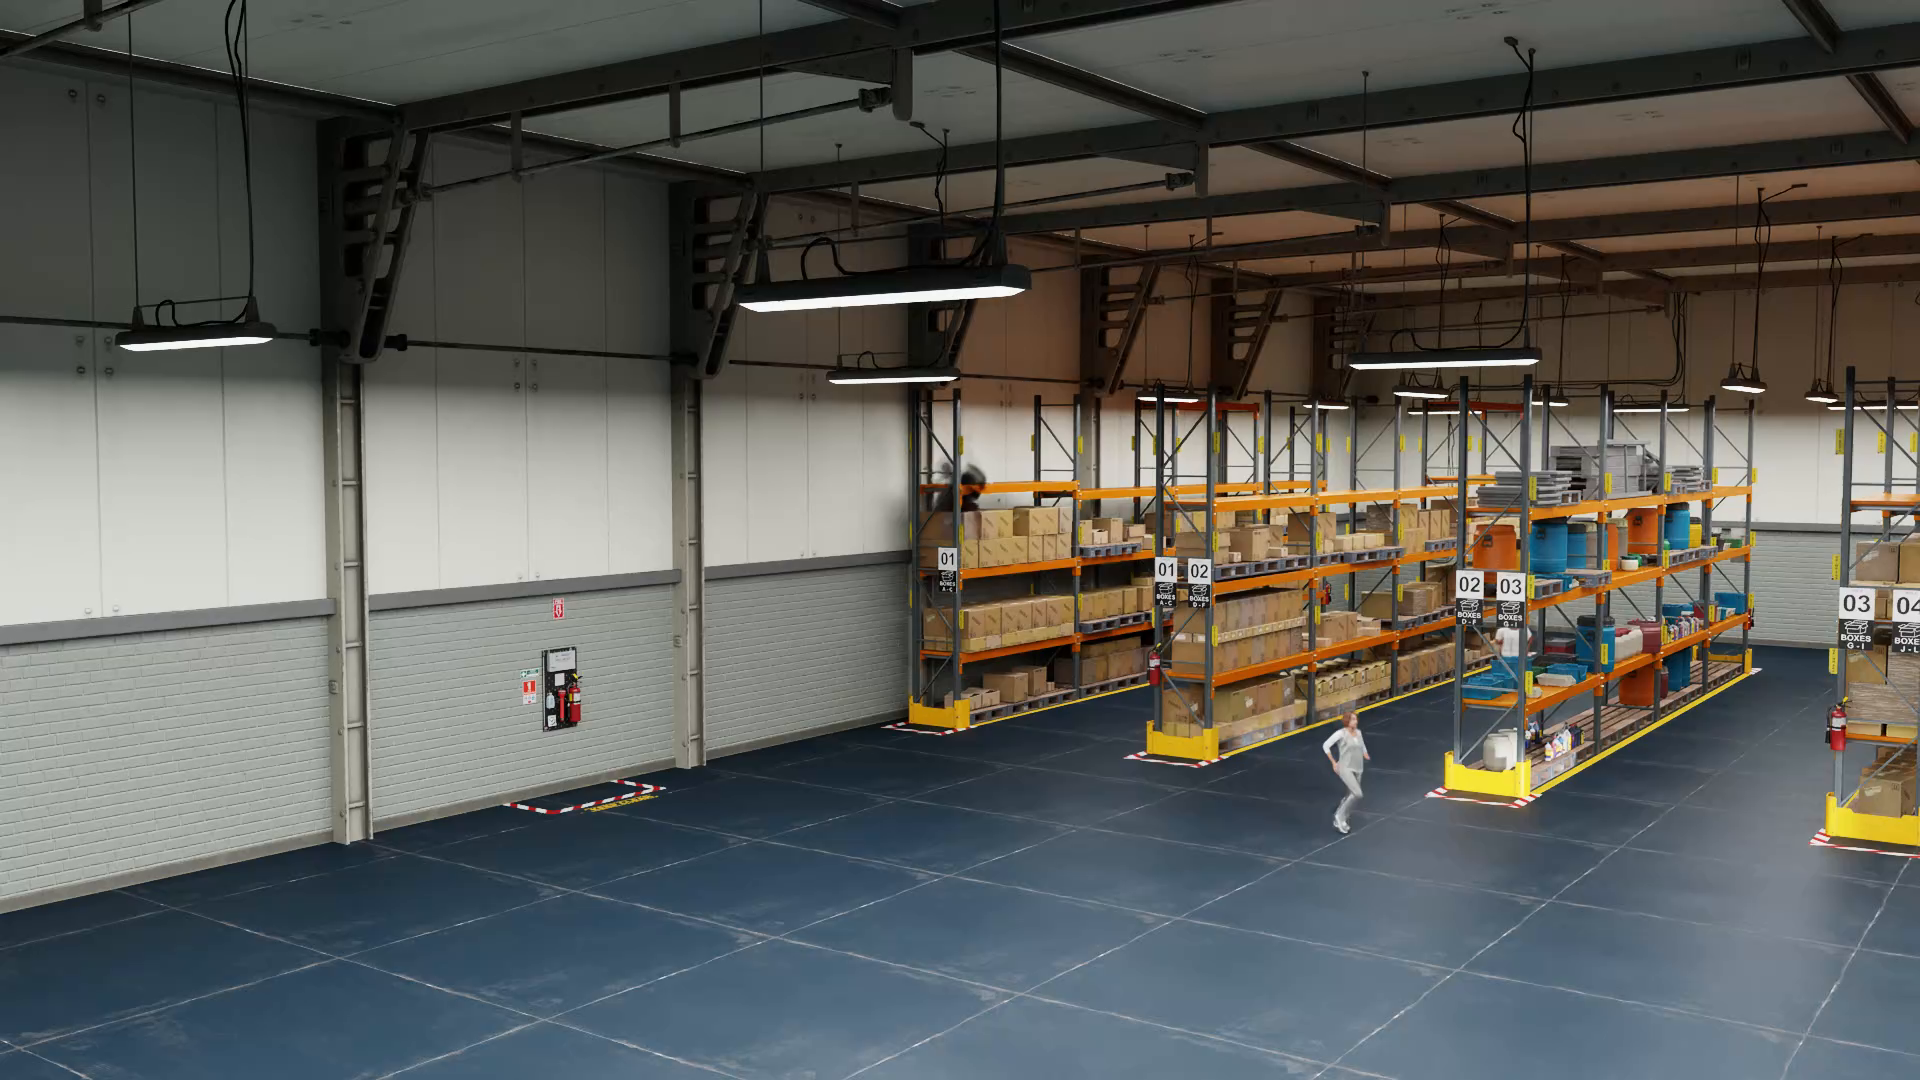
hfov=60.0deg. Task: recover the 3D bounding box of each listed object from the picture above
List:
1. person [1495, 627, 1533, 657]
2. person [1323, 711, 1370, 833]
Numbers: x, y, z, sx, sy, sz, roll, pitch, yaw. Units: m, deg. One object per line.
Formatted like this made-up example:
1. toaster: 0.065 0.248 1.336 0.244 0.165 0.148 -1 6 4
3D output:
1. person: 10.746 2.284 32.358 0.677 1.795 0.683 2 4 27
2. person: 5.012 2.978 21.349 0.509 1.563 0.635 -2 4 -33
